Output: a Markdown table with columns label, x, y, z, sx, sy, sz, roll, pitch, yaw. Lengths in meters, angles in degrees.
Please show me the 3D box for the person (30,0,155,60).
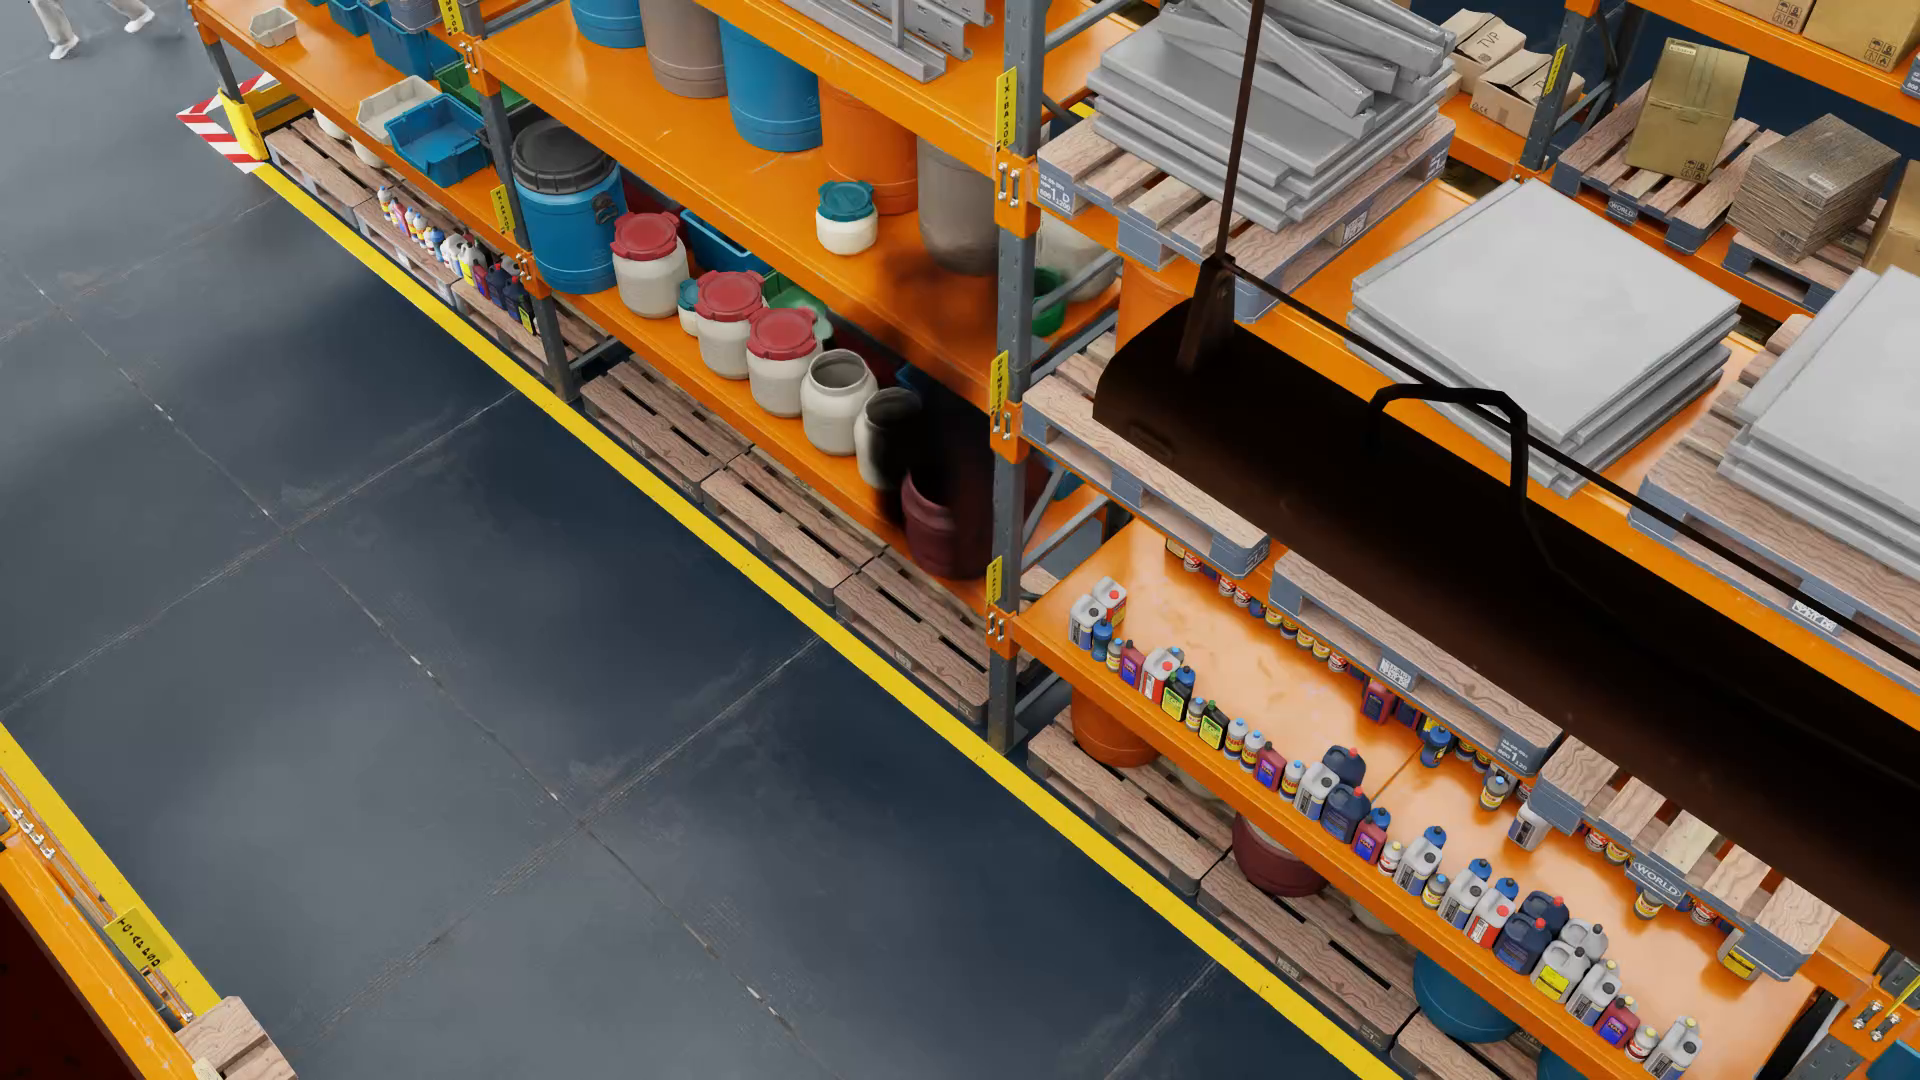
| label | x | y | z | sx | sy | sz | roll | pitch | yaw |
| --- | --- | --- | --- | --- | --- | --- | --- | --- | --- |
| person | -7.088 | -4.607 | 13.166 | 0.894 | 1.711 | 0.575 | -6 | 50 | -5 |
